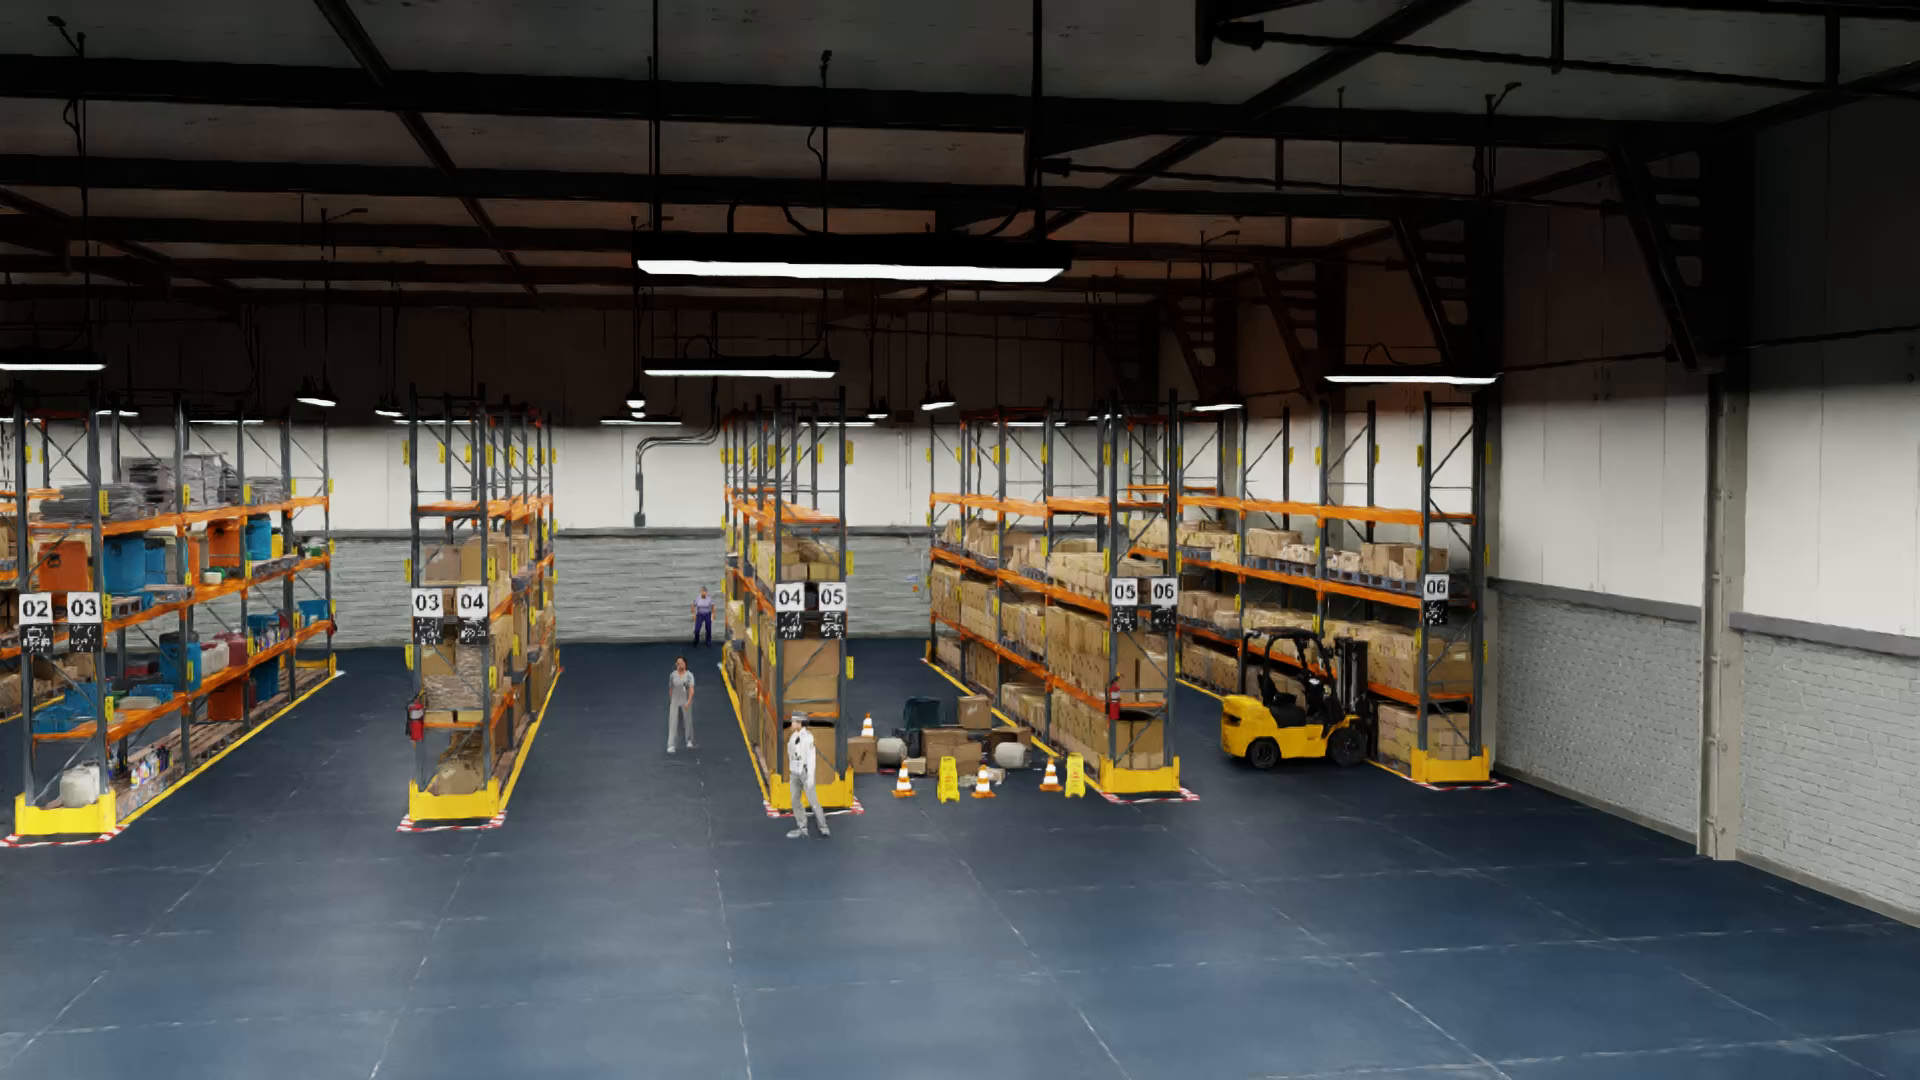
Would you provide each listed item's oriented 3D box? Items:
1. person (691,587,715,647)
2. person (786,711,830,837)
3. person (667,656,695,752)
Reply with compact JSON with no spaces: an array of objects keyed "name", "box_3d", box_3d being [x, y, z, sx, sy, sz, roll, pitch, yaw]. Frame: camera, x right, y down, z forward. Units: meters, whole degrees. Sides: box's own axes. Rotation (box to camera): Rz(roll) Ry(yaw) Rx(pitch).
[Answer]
[{"name":"person","box_3d":[-6.709,2.011,43.476,0.625,1.596,0.517,-1,3,-12]},{"name":"person","box_3d":[-2.013,3.068,21.902,0.516,1.664,0.569,-2,4,-38]},{"name":"person","box_3d":[-4.707,2.856,28.153,0.446,1.395,1.006,0,3,-1]}]
